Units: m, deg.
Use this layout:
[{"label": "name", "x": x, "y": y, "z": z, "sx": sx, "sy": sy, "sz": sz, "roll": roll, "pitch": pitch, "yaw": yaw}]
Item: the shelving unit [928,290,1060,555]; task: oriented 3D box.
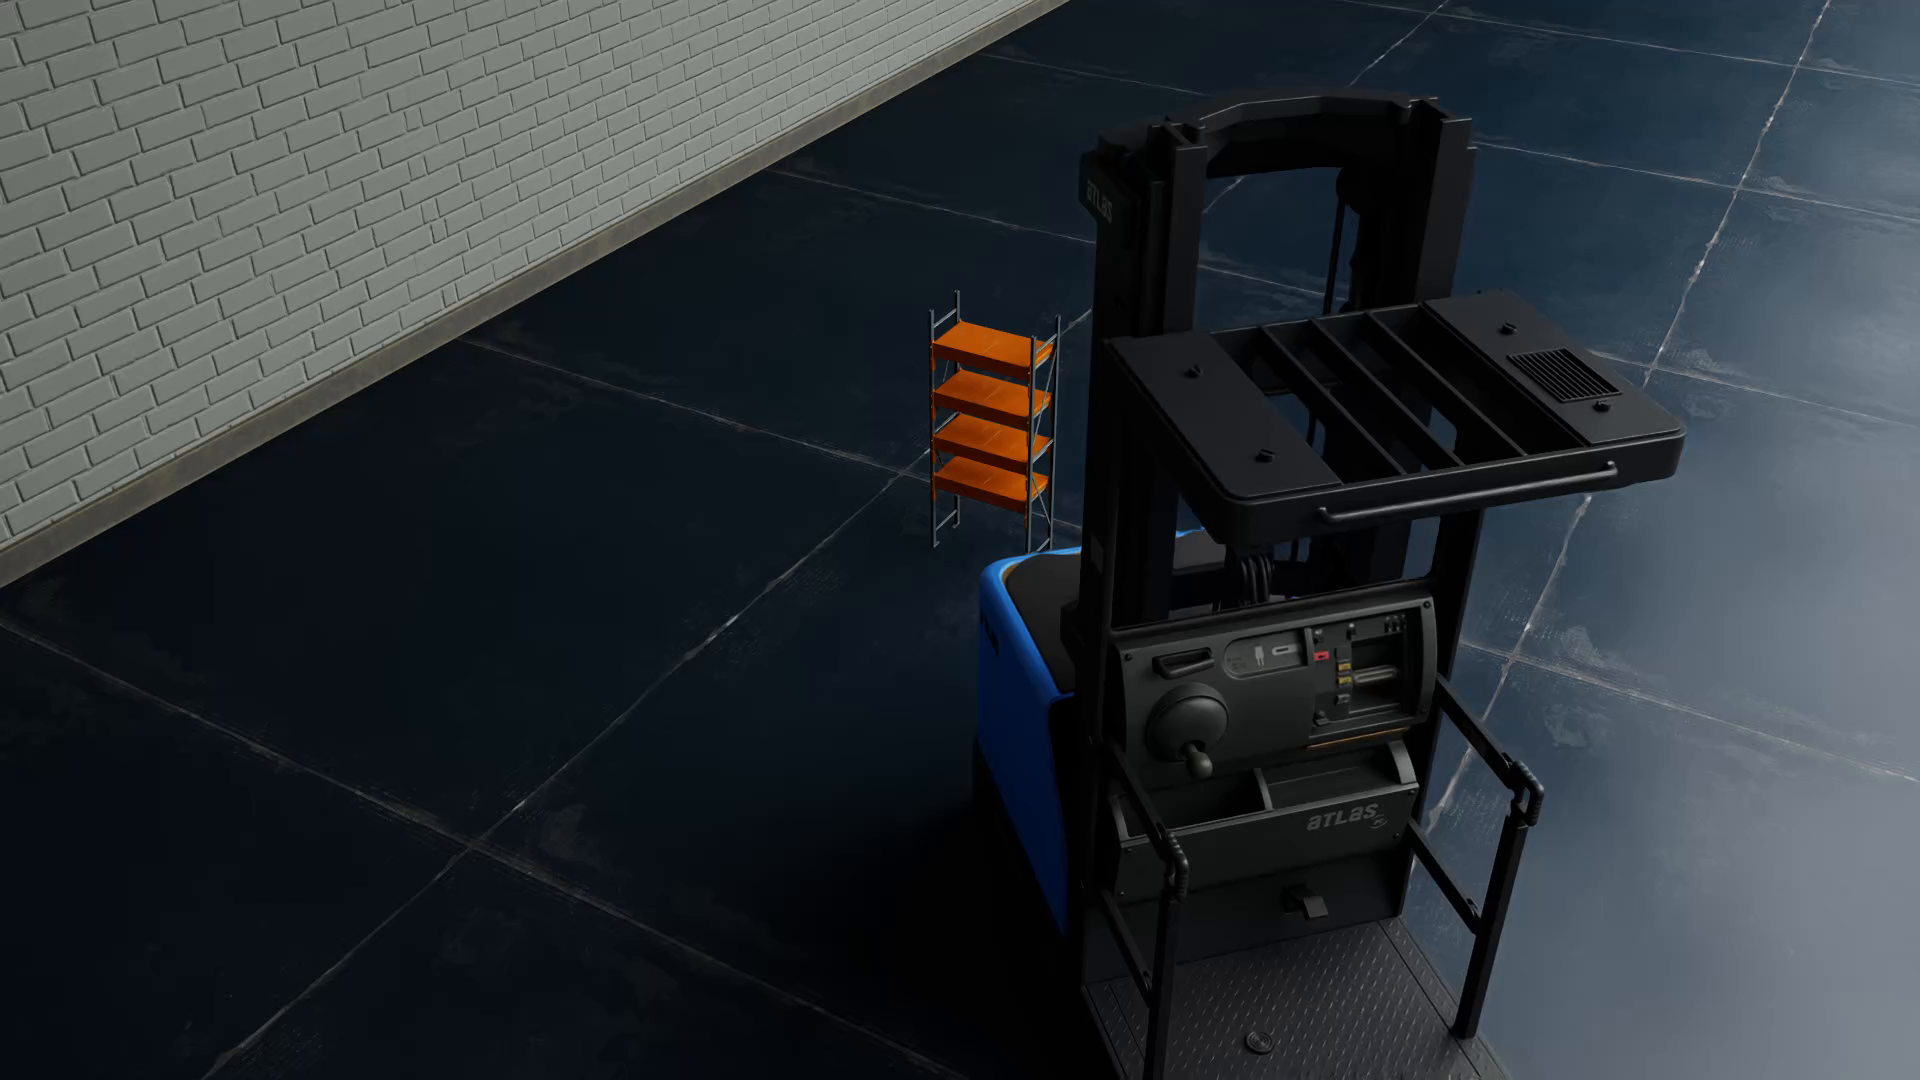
[{"label": "shelving unit", "x": 0.144, "y": -0.454, "z": 7.320, "sx": 0.503, "sy": 1.200, "sz": 0.258, "roll": 18, "pitch": 37, "yaw": 24}]

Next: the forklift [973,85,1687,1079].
[{"label": "forklift", "x": 0.938, "y": 0.460, "z": 4.387, "sx": 1.130, "sy": 2.935, "sz": 3.031, "roll": -9, "pitch": 35, "yaw": -13}]

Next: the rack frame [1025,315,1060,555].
[{"label": "rack frame", "x": 0.356, "y": -0.387, "z": 7.220, "sx": 0.015, "sy": 1.200, "sz": 0.240, "roll": 18, "pitch": 37, "yaw": 24}]

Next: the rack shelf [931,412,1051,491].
[{"label": "rack shelf", "x": 0.144, "y": -0.398, "z": 7.358, "sx": 0.480, "sy": 0.148, "sz": 0.258, "roll": 18, "pitch": 37, "yaw": 24}]

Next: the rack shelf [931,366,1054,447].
[{"label": "rack shelf", "x": 0.144, "y": -0.584, "z": 7.234, "sx": 0.480, "sy": 0.148, "sz": 0.258, "roll": 18, "pitch": 37, "yaw": 24}]

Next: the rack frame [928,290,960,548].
[{"label": "rack frame", "x": -0.068, "y": -0.521, "z": 7.421, "sx": 0.015, "sy": 1.200, "sz": 0.240, "roll": 18, "pitch": 37, "yaw": 24}]

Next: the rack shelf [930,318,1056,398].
[{"label": "rack shelf", "x": 0.144, "y": -0.781, "z": 7.103, "sx": 0.480, "sy": 0.148, "sz": 0.258, "roll": 18, "pitch": 37, "yaw": 24}]

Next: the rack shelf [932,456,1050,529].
[{"label": "rack shelf", "x": 0.144, "y": -0.233, "z": 7.468, "sx": 0.480, "sy": 0.148, "sz": 0.258, "roll": 18, "pitch": 37, "yaw": 24}]
